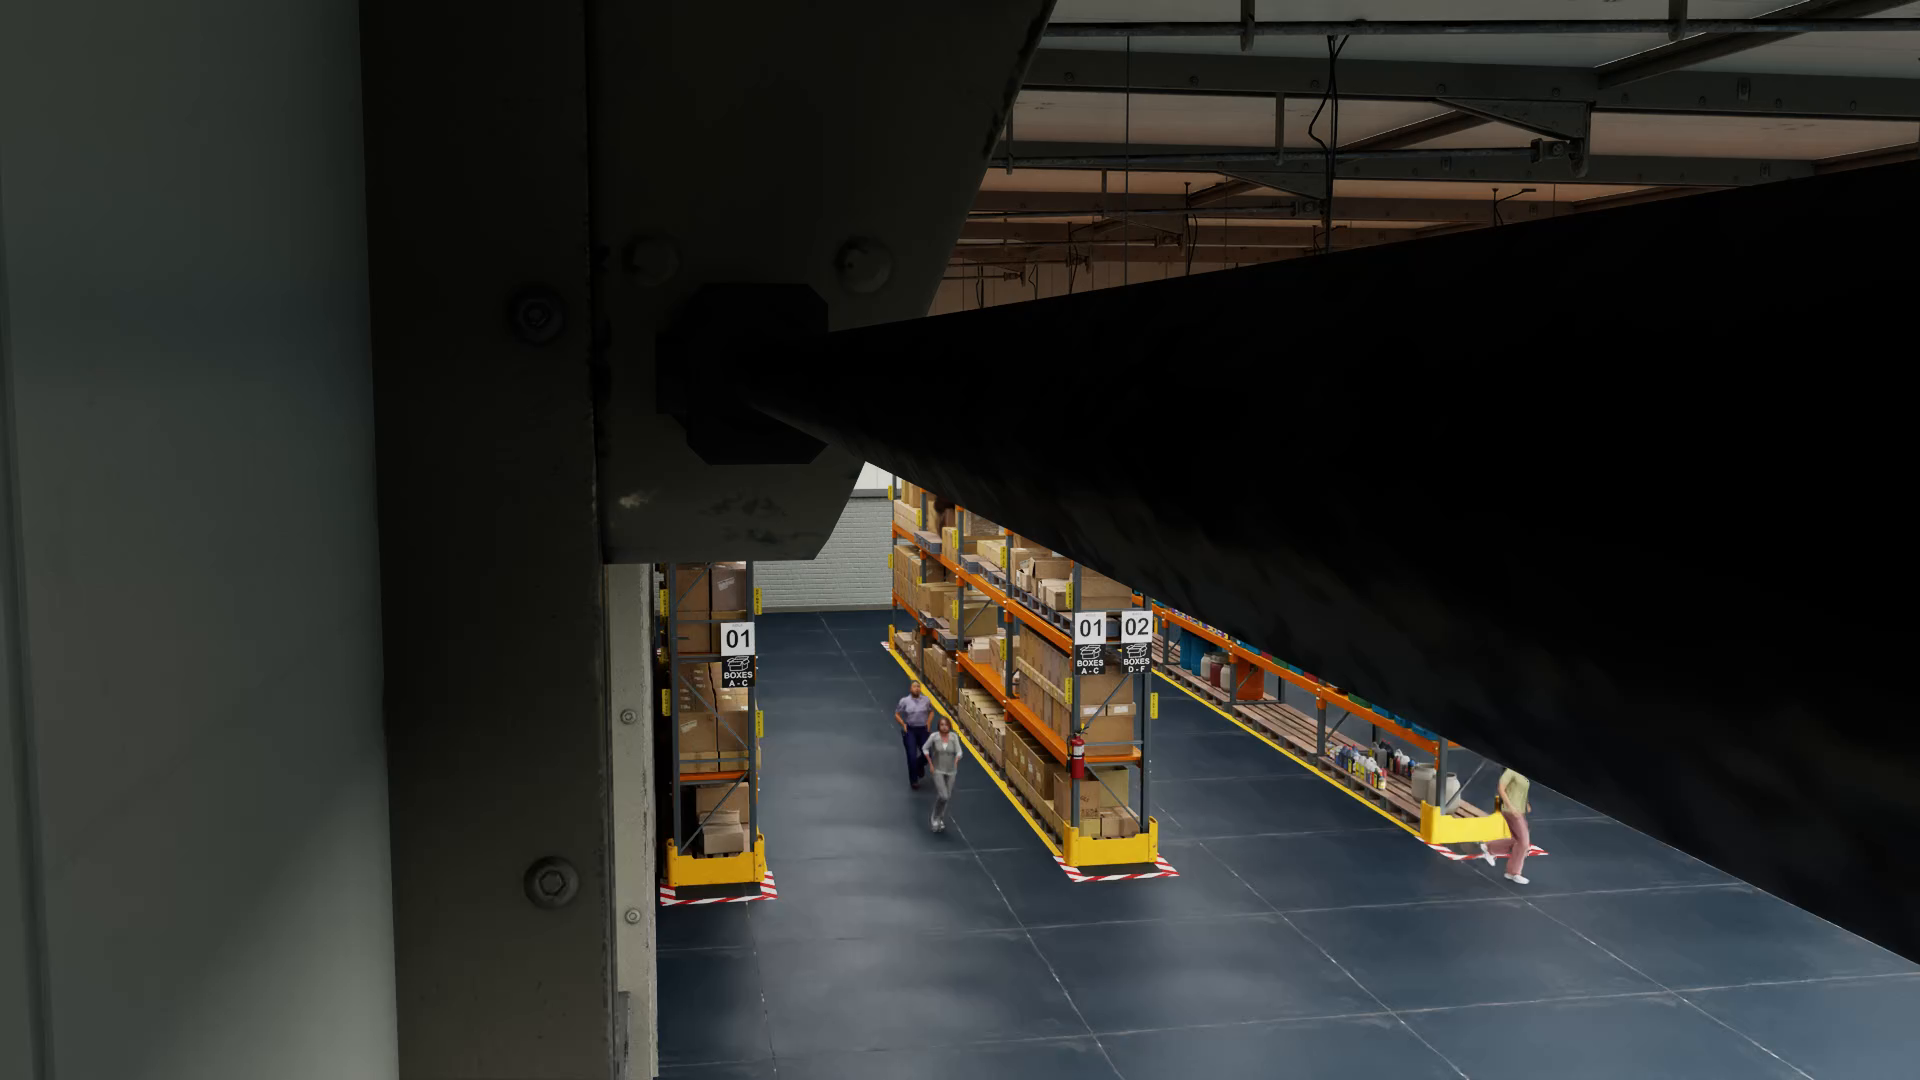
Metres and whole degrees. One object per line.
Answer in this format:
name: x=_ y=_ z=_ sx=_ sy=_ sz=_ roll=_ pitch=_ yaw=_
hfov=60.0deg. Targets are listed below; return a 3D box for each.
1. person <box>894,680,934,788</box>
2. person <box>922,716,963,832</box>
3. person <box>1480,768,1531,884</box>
person: x=-0.668 y=2.876 z=24.743 sx=0.605 sy=1.574 sz=0.578 roll=-1 pitch=6 yaw=-12
person: x=-0.207 y=3.140 z=22.271 sx=0.512 sy=1.574 sz=0.631 roll=-2 pitch=6 yaw=-16
person: x=6.757 y=3.334 z=20.442 sx=0.644 sy=1.620 sz=0.619 roll=4 pitch=8 yaw=35
